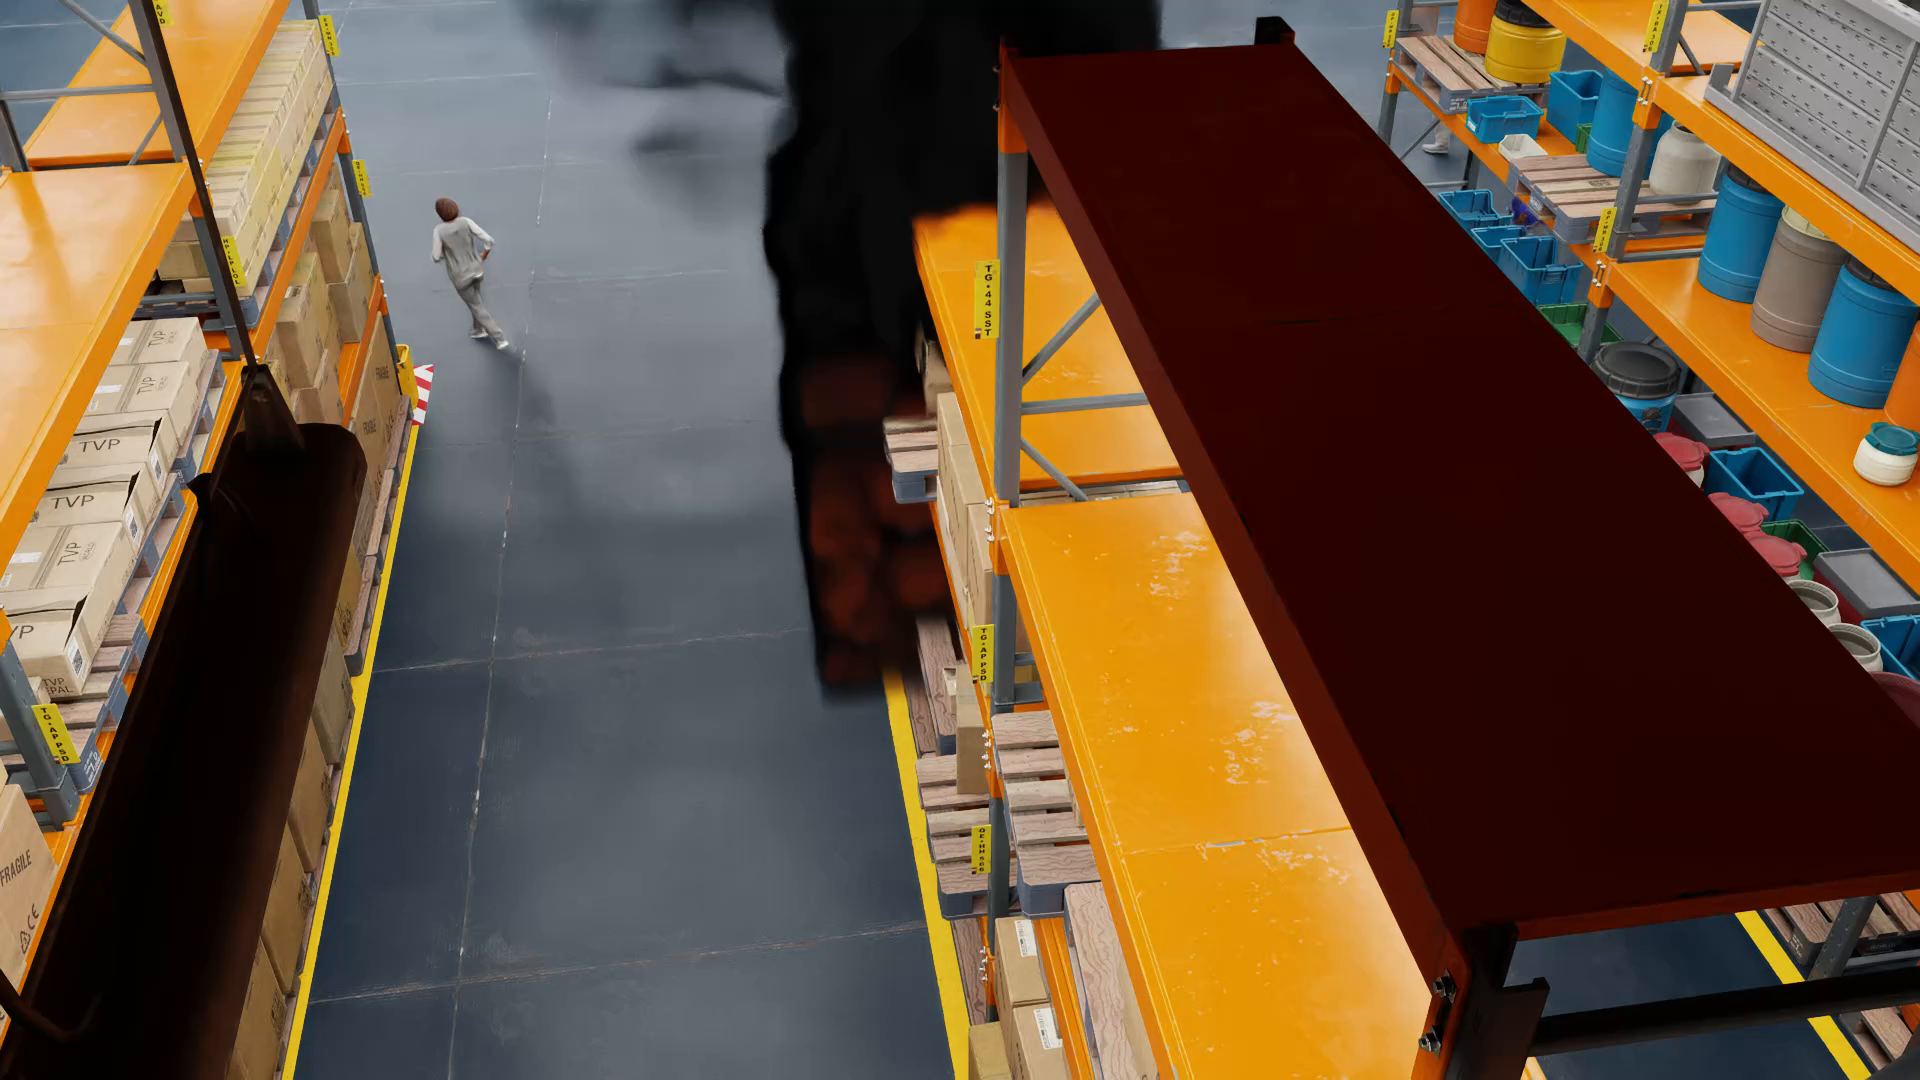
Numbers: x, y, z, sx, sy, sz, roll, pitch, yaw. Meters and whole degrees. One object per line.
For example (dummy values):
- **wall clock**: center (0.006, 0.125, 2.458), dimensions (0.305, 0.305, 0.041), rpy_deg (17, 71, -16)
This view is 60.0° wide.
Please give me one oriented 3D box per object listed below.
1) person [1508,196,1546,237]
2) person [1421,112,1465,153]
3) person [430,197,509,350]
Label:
- **person**: center (5.436, -2.916, 16.152), dimensions (0.672, 1.504, 0.568), rpy_deg (-19, 41, -24)
- **person**: center (5.781, -5.295, 19.189), dimensions (0.678, 1.742, 0.664), rpy_deg (7, 37, 9)
- **person**: center (-4.584, -2.429, 15.451), dimensions (0.540, 1.589, 0.775), rpy_deg (-30, 46, -34)
